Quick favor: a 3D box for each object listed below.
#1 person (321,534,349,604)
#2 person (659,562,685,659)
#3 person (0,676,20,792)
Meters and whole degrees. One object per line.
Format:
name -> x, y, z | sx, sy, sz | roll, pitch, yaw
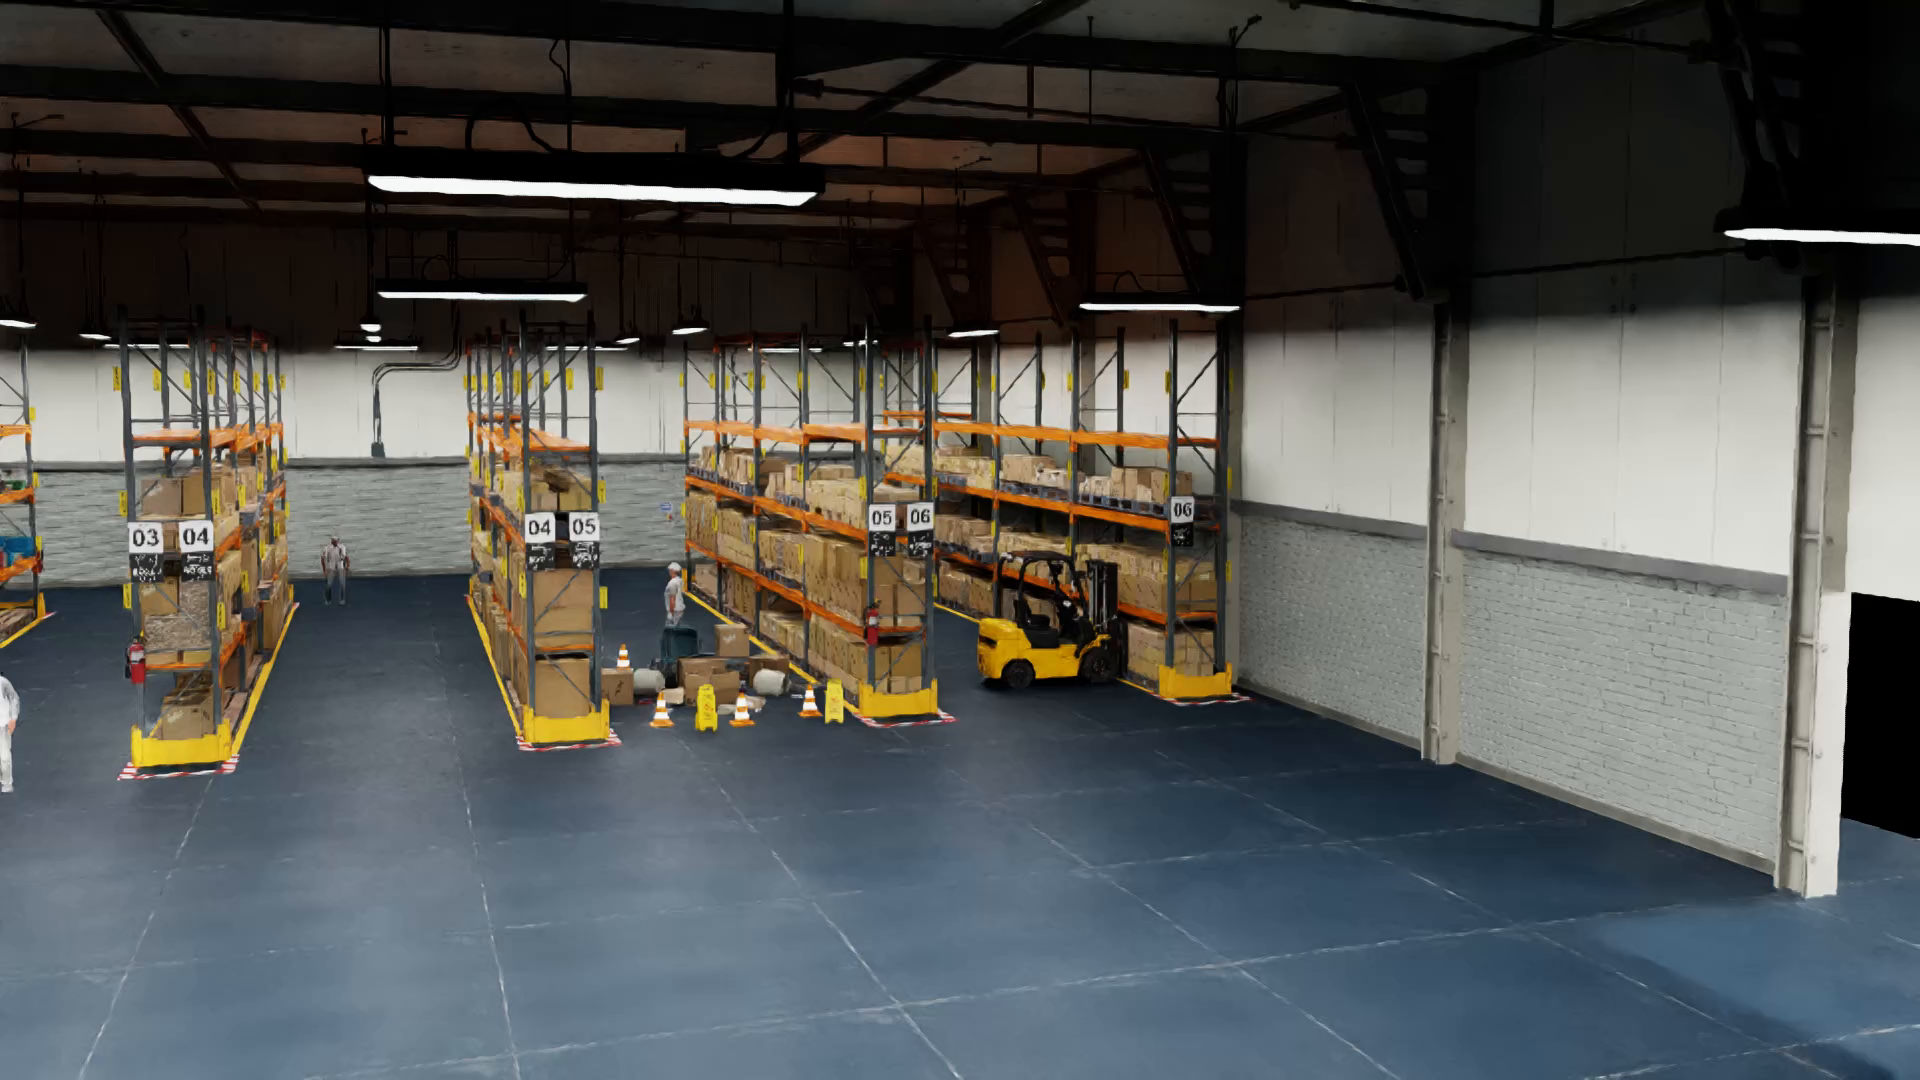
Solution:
person -> -14.062, 0.653, 37.444 | 0.593, 1.621, 0.528 | -2, 6, -23
person -> -5.150, 1.283, 29.656 | 0.486, 1.780, 0.608 | 0, 5, 4
person -> -11.787, 2.238, 20.196 | 0.677, 1.726, 0.574 | -2, 6, -21
